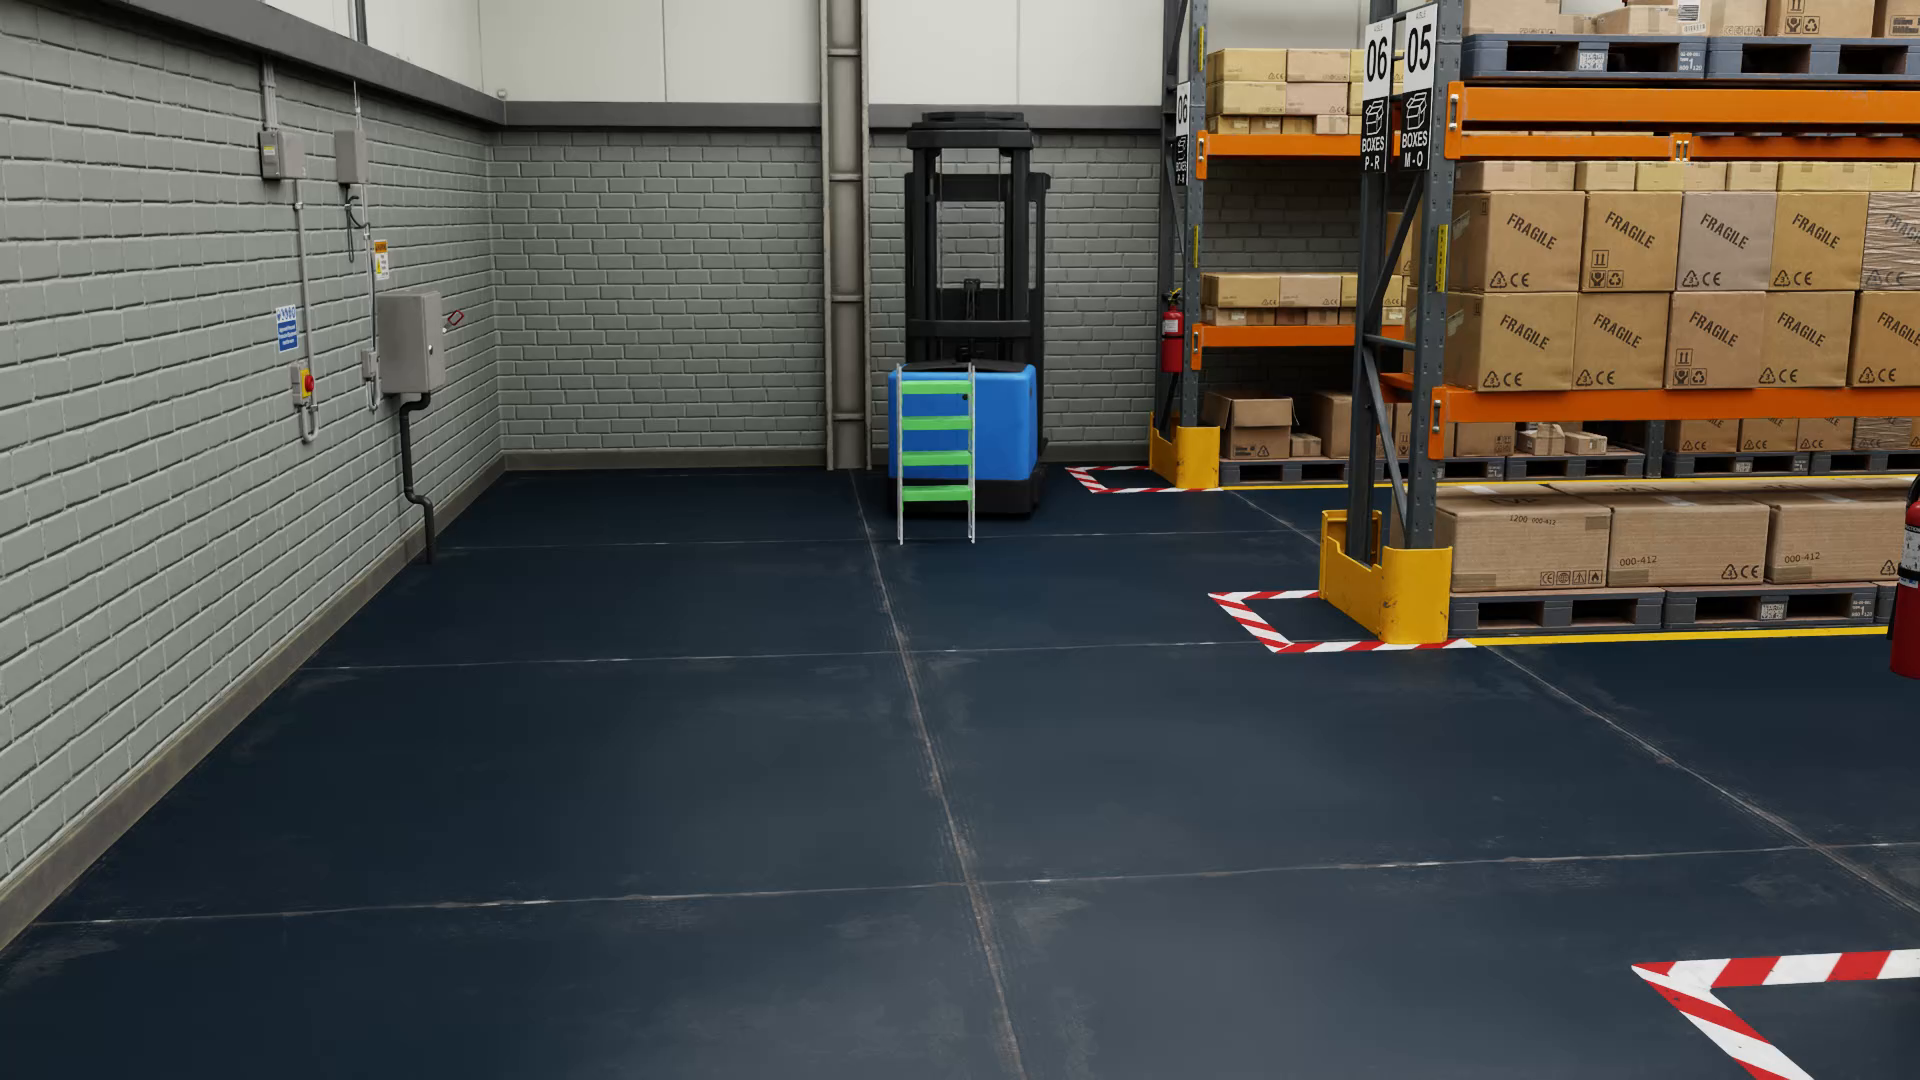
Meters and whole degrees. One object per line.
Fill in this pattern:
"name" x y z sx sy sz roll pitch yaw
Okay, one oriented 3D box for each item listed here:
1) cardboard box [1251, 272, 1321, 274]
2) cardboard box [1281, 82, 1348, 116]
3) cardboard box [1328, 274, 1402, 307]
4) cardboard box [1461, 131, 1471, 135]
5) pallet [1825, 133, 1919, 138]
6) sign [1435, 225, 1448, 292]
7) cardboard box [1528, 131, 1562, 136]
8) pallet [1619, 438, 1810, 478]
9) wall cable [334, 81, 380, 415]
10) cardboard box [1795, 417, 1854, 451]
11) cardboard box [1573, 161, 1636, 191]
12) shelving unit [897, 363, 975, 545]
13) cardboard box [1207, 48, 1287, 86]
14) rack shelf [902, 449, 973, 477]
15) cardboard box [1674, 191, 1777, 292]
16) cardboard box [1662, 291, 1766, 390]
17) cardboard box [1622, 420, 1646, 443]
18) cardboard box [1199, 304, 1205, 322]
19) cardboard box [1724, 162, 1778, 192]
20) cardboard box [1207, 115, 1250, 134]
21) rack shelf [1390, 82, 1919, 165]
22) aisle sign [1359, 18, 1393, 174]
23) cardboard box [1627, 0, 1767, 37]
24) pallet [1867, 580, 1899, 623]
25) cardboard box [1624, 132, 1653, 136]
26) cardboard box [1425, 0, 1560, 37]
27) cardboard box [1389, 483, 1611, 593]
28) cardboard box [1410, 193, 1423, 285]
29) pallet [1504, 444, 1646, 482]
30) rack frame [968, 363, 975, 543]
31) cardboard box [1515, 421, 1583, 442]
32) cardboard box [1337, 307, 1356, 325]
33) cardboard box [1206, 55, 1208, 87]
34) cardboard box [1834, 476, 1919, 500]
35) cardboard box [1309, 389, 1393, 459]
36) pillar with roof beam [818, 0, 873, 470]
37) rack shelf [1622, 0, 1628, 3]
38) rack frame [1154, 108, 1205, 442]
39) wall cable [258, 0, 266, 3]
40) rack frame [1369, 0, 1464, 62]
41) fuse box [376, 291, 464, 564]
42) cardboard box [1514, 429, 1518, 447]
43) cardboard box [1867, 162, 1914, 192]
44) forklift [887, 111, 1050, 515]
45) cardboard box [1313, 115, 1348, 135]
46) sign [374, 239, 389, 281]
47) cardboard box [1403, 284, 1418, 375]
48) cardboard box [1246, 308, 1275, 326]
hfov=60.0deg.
"cardboard box" 2.742 -2.139 14.091 0.500 0.250 0.500 -1 11 -6
"cardboard box" 2.774 -3.511 13.295 0.500 0.250 0.500 -1 11 -5
"cardboard box" 3.286 -2.048 13.626 0.500 0.250 0.500 -1 11 -7
"cardboard box" 3.924 -3.326 13.385 0.250 0.149 0.380 -1 11 -5
"pallet" 7.464 -3.481 14.010 1.003 0.211 1.213 -1 11 -6
"sign" 2.394 -1.401 8.270 0.005 0.325 0.100 -1 11 -6
"cardboard box" 4.695 -3.351 13.512 0.250 0.149 0.380 -1 11 -6
"pallet" 6.582 -0.735 14.560 1.213 0.211 1.003 -1 11 -6
"wall cable" -3.428 -1.692 9.567 0.122 1.984 0.588 -1 11 -6
"cardboard box" 7.307 -1.048 14.315 0.500 0.500 0.500 -2 11 -8
"cardboard box" 3.247 -1.859 8.514 0.250 0.149 0.380 -1 11 -4
"shelving unit" -0.165 -0.585 11.235 0.503 1.200 0.258 -1 11 -6
"cardboard box" 2.269 -3.746 13.195 0.500 0.250 0.500 -1 11 -7
"rack shelf" -0.165 -0.523 11.247 0.480 0.148 0.258 -1 11 -6
"cardboard box" 3.872 -1.563 8.693 0.500 0.500 0.500 -1 11 -7
"cardboard box" 3.856 -1.071 8.781 0.500 0.500 0.500 -1 11 -6
"cardboard box" 6.233 -1.126 14.709 0.500 0.500 0.500 -1 11 -6
"cardboard box" 2.101 -1.931 14.065 0.250 0.149 0.380 -1 11 -7
"cardboard box" 4.015 -1.881 8.625 0.250 0.149 0.380 -1 11 -6
"cardboard box" 2.143 -3.306 13.286 0.250 0.149 0.380 -1 11 -5
"rack shelf" 4.329 -2.205 8.895 4.000 0.370 1.077 -1 11 -6
"aisle sign" 2.235 -2.378 8.947 0.004 0.787 0.394 -1 11 -6
"cardboard box" 3.834 -2.749 8.682 0.500 0.311 0.500 -1 11 -5
"pallet" 5.553 0.242 9.591 1.213 0.211 1.003 -1 11 -6
"cardboard box" 5.452 -3.364 13.577 0.250 0.149 0.380 -1 11 -6
"cardboard box" 2.778 -2.724 8.713 0.500 0.250 0.500 -2 11 -11
"cardboard box" 2.986 -0.026 9.277 0.875 0.438 0.875 -2 11 -8
"cardboard box" 2.794 -1.639 9.080 0.500 0.500 0.500 -1 11 -4
"pallet" 5.094 -0.697 14.365 1.213 0.211 1.003 -1 11 -6
"rack frame" 0.078 -0.590 11.261 0.015 1.200 0.240 -1 11 -6
"cardboard box" 5.095 -0.997 14.548 0.500 0.311 0.500 -1 11 -4
"cardboard box" 3.184 -1.853 13.670 0.250 0.149 0.380 -1 11 -5
"cardboard box" 2.212 -3.848 13.712 0.500 0.250 0.500 -2 11 -8
"cardboard box" 5.681 -0.084 9.571 0.875 0.438 0.875 -1 11 -7
"cardboard box" 3.273 -0.980 13.970 0.500 0.500 0.700 -1 11 -4
"pillar with roof beam" -0.512 -4.231 9.560 0.400 9.000 9.100 -1 11 -6
"rack shelf" 3.789 -4.627 13.447 4.000 0.370 1.077 -1 11 -6
"rack frame" 1.801 -1.996 13.744 0.127 3.000 1.000 -1 11 -6
"wall cable" -3.284 -3.815 7.446 0.029 3.000 0.463 -1 11 -6
"rack frame" 2.340 -3.988 8.324 0.127 3.000 1.000 -1 11 -6
"fuse box" -3.345 -0.696 10.471 0.414 1.711 0.539 -1 11 -6
"cardboard box" 4.664 -0.909 14.517 0.250 0.149 0.380 -1 11 -7
"cardboard box" 4.767 -1.903 8.741 0.250 0.149 0.380 -1 11 -7
"forklift" 0.142 -1.858 13.220 1.130 2.935 3.031 1 11 6
"cardboard box" 2.916 -3.304 13.276 0.250 0.149 0.380 -1 11 -5
"sign" -3.545 -1.718 10.191 0.001 0.242 0.339 -1 11 -6
"cardboard box" 2.791 -1.154 9.202 0.500 0.500 0.500 -1 11 -6
"cardboard box" 2.405 -1.841 13.608 0.250 0.149 0.380 -1 11 -5
